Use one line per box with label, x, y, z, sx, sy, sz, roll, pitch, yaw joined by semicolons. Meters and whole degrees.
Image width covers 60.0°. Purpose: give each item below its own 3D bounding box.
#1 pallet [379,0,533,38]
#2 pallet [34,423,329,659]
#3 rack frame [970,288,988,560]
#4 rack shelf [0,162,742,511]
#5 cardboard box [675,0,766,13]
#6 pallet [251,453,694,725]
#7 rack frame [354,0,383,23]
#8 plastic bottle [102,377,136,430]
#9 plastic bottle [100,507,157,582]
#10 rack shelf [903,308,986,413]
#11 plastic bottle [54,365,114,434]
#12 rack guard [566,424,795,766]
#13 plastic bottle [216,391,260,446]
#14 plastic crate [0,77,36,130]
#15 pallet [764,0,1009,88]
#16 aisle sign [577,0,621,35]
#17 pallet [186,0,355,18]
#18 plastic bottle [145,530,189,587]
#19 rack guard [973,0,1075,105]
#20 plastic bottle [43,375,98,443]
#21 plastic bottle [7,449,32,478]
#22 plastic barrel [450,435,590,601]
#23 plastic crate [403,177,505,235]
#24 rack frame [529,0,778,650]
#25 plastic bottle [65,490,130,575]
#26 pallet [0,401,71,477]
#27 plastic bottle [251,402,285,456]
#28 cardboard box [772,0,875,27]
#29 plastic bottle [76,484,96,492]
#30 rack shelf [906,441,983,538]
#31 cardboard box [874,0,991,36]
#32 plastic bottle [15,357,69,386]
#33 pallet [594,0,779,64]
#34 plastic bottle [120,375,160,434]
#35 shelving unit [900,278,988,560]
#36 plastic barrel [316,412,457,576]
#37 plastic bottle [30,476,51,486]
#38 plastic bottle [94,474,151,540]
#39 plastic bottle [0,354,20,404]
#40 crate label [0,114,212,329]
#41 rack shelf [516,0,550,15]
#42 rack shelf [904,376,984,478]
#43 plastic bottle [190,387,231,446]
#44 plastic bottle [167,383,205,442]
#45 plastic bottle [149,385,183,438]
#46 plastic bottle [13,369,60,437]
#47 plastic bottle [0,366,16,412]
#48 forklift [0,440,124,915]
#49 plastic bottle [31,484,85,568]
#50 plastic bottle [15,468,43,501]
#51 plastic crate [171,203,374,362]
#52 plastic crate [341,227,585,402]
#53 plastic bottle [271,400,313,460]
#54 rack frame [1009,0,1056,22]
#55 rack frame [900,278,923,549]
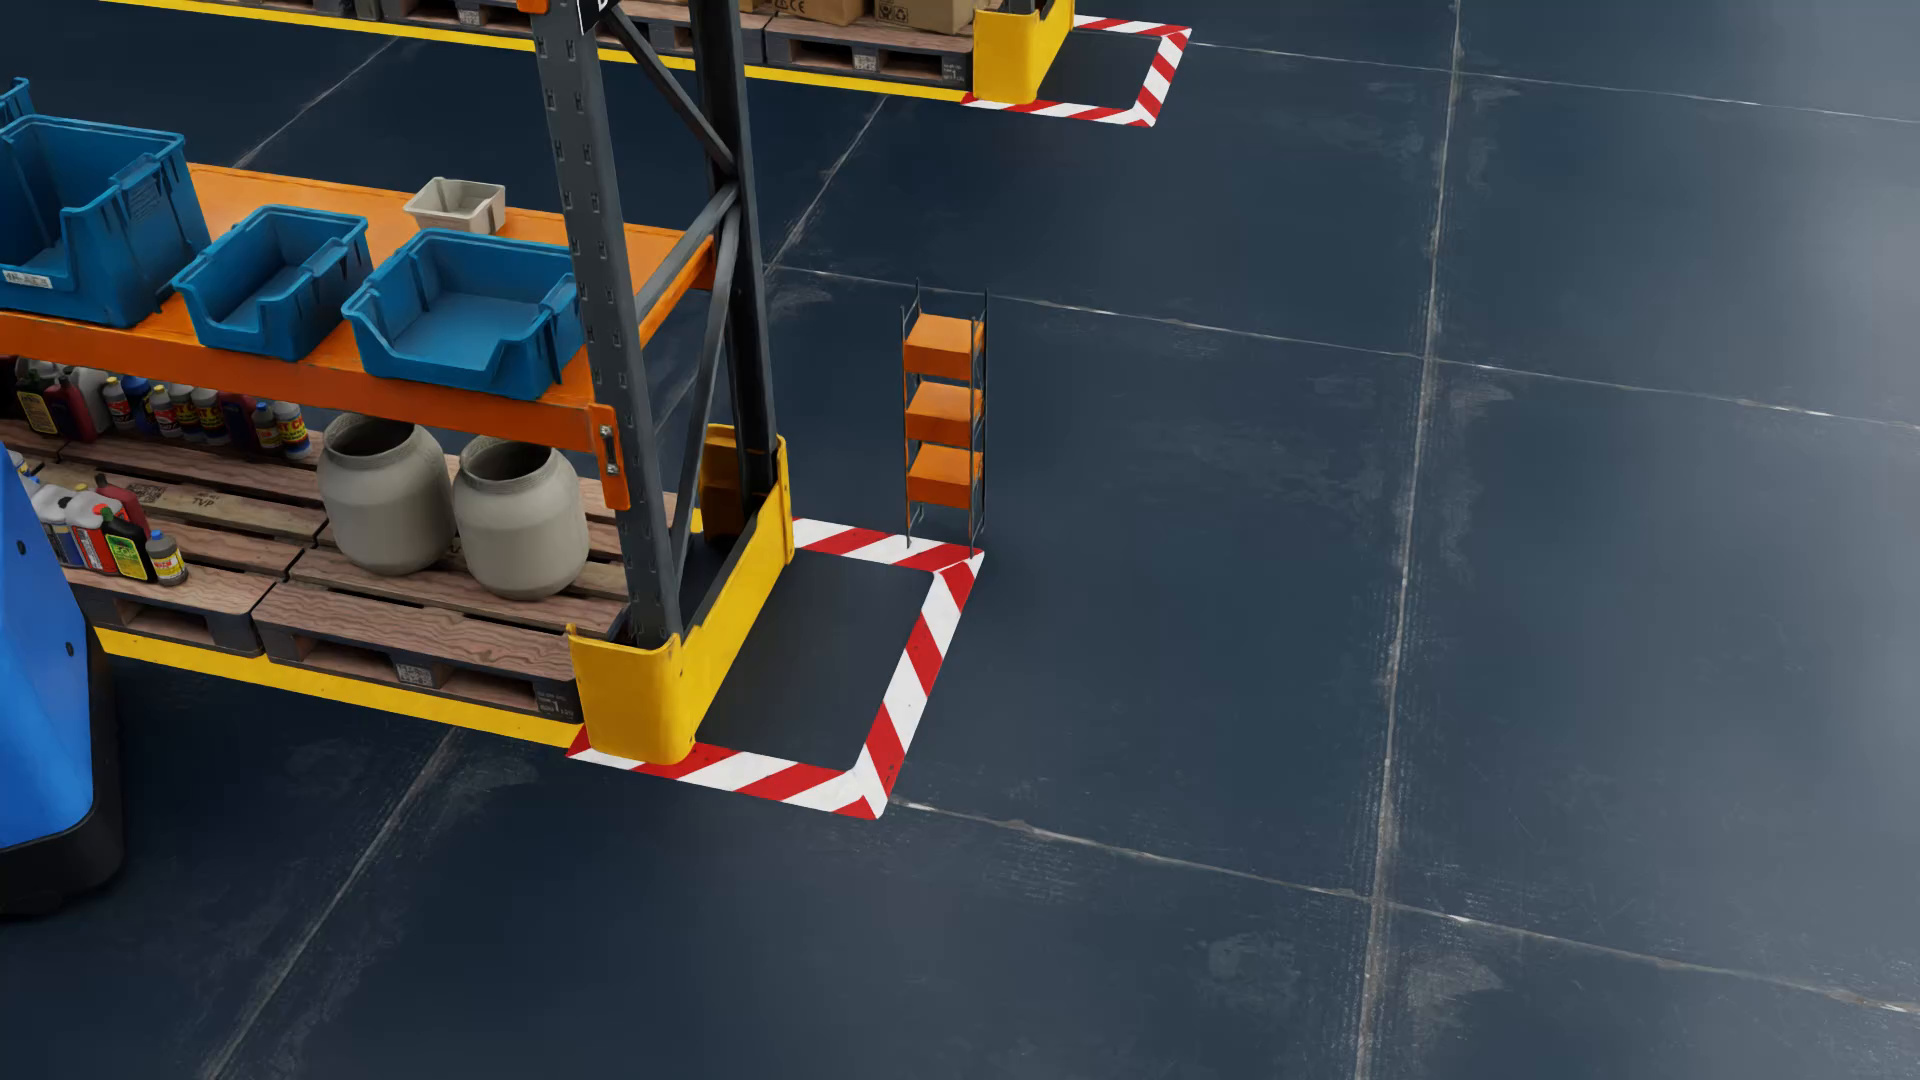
pallet;-2.759;-3.402;10.137;1.213;0.211;1.003;10;41;11
pallet;-2.877;-0.076;6.176;1.213;0.211;1.003;10;41;11
rack frame;0.066;-0.391;5.899;0.008;1.050;0.200;10;41;11
rack shelf;-2.765;-0.875;5.518;4.000;0.370;1.077;10;41;11
cardboard box;-1.338;-3.406;9.591;0.500;0.500;0.500;13;42;15
pallet;-1.702;0.128;5.933;1.213;0.211;1.003;10;41;11
rack frame;-3.417;-4.560;9.347;0.127;3.000;1.000;10;41;11
plastic bottle;-3.226;-0.534;6.387;0.097;0.201;0.097;0;40;0
plastic bottle;-2.838;0.013;5.672;0.133;0.283;0.061;11;41;12
rack shelf;-0.052;-0.621;5.748;0.240;0.259;0.215;10;41;11
plastic bottle;-3.347;-0.565;6.366;0.135;0.276;0.152;10;41;12
rack guard;-0.918;0.156;5.675;0.348;0.500;1.175;10;41;11
plastic bottle;-2.718;-0.490;6.271;0.133;0.283;0.061;10;41;12
plastic crate;-3.558;-1.410;5.712;0.616;0.251;0.499;10;41;11
pallet;-0.402;-2.997;9.654;1.213;0.211;1.003;10;41;11
aisle sign;-0.840;-1.617;3.821;0.004;0.787;0.394;10;41;11
pallet;-4.169;-3.620;10.397;1.213;0.211;1.003;10;41;11
plastic bottle;-2.720;0.053;5.689;0.097;0.201;0.097;0;40;0
rack guard;0.374;-2.950;9.374;0.348;0.500;1.175;10;41;11
plastic bottle;-3.374;-0.502;6.285;0.133;0.283;0.061;10;41;11
plastic bottle;-3.417;-0.210;5.944;0.135;0.276;0.152;10;41;11
plastic barrel;-1.488;-0.088;5.630;0.421;0.512;0.421;0;40;0
plastic crate;-1.614;-1.065;5.391;0.250;0.136;0.298;10;41;11
rack frame;-0.833;-0.818;4.891;0.127;3.000;1.000;10;41;11
plastic bottle;-2.957;-0.035;5.735;0.135;0.276;0.152;10;41;12
pallet;-4.059;-0.277;6.416;1.213;0.211;1.003;10;41;11
plastic bottle;-2.604;-0.427;6.259;0.097;0.201;0.097;0;40;0
cardboard box;-0.738;-3.291;9.453;0.500;0.500;0.500;20;44;23
plastic bottle;-3.076;-0.110;5.882;0.097;0.201;0.097;0;40;0
rack shelf;-0.052;-0.190;6.109;0.240;0.259;0.215;10;41;11
cardboard box;-0.151;-3.212;9.360;0.500;0.500;0.500;17;43;19
plastic bottle;-3.503;-0.623;6.377;0.185;0.351;0.144;10;41;11
pallet;-1.576;-3.201;9.897;1.213;0.211;1.003;10;41;11
plastic bottle;-3.127;-0.544;6.344;0.097;0.271;0.097;0;40;0
shelving unit;-0.052;-0.411;5.923;0.252;1.050;0.215;10;41;11
plastic barrel;-1.972;-0.171;5.729;0.421;0.512;0.421;0;40;0
plastic bottle;-3.263;-0.137;5.914;0.097;0.201;0.097;0;40;0
plastic bottle;-2.930;-0.104;5.811;0.133;0.283;0.061;10;41;11
plastic bottle;-3.647;-0.650;6.461;0.133;0.283;0.061;12;42;14
crate label;-2.681;-0.969;5.044;0.616;0.435;0.502;10;41;11
rack shelf;-2.765;-2.023;4.554;4.000;0.370;1.077;10;41;11
rack shelf;-0.052;-0.403;5.930;0.240;0.259;0.215;10;41;11
plastic bottle;-2.835;-0.493;6.284;0.097;0.271;0.097;0;40;0
plastic bottle;-2.931;-0.510;6.304;0.097;0.271;0.097;0;40;0
plastic bottle;-3.027;-0.500;6.346;0.097;0.201;0.097;0;40;0
plastic bottle;-3.504;-0.529;6.318;0.133;0.283;0.061;10;41;11
plastic bottle;-3.815;-0.677;6.441;0.185;0.351;0.144;8;41;9
forklift;-4.079;0.013;3.955;3.031;2.935;1.130;-16;42;-18
plastic bottle;-3.091;-0.058;5.762;0.135;0.276;0.152;9;41;10
plastic bottle;-3.252;-0.112;5.768;0.185;0.351;0.144;11;41;13
plastic crate;-2.019;-0.769;4.949;0.408;0.251;0.499;10;41;11
plastic crate;-1.394;-0.658;4.817;0.616;0.251;0.499;10;41;11
plastic bottle;-2.504;-0.436;6.216;0.097;0.271;0.097;0;40;0
rack frame;0.448;-3.895;8.555;0.127;3.000;1.000;10;41;11
rack frame;-0.169;-0.432;5.947;0.008;1.050;0.200;10;41;11
